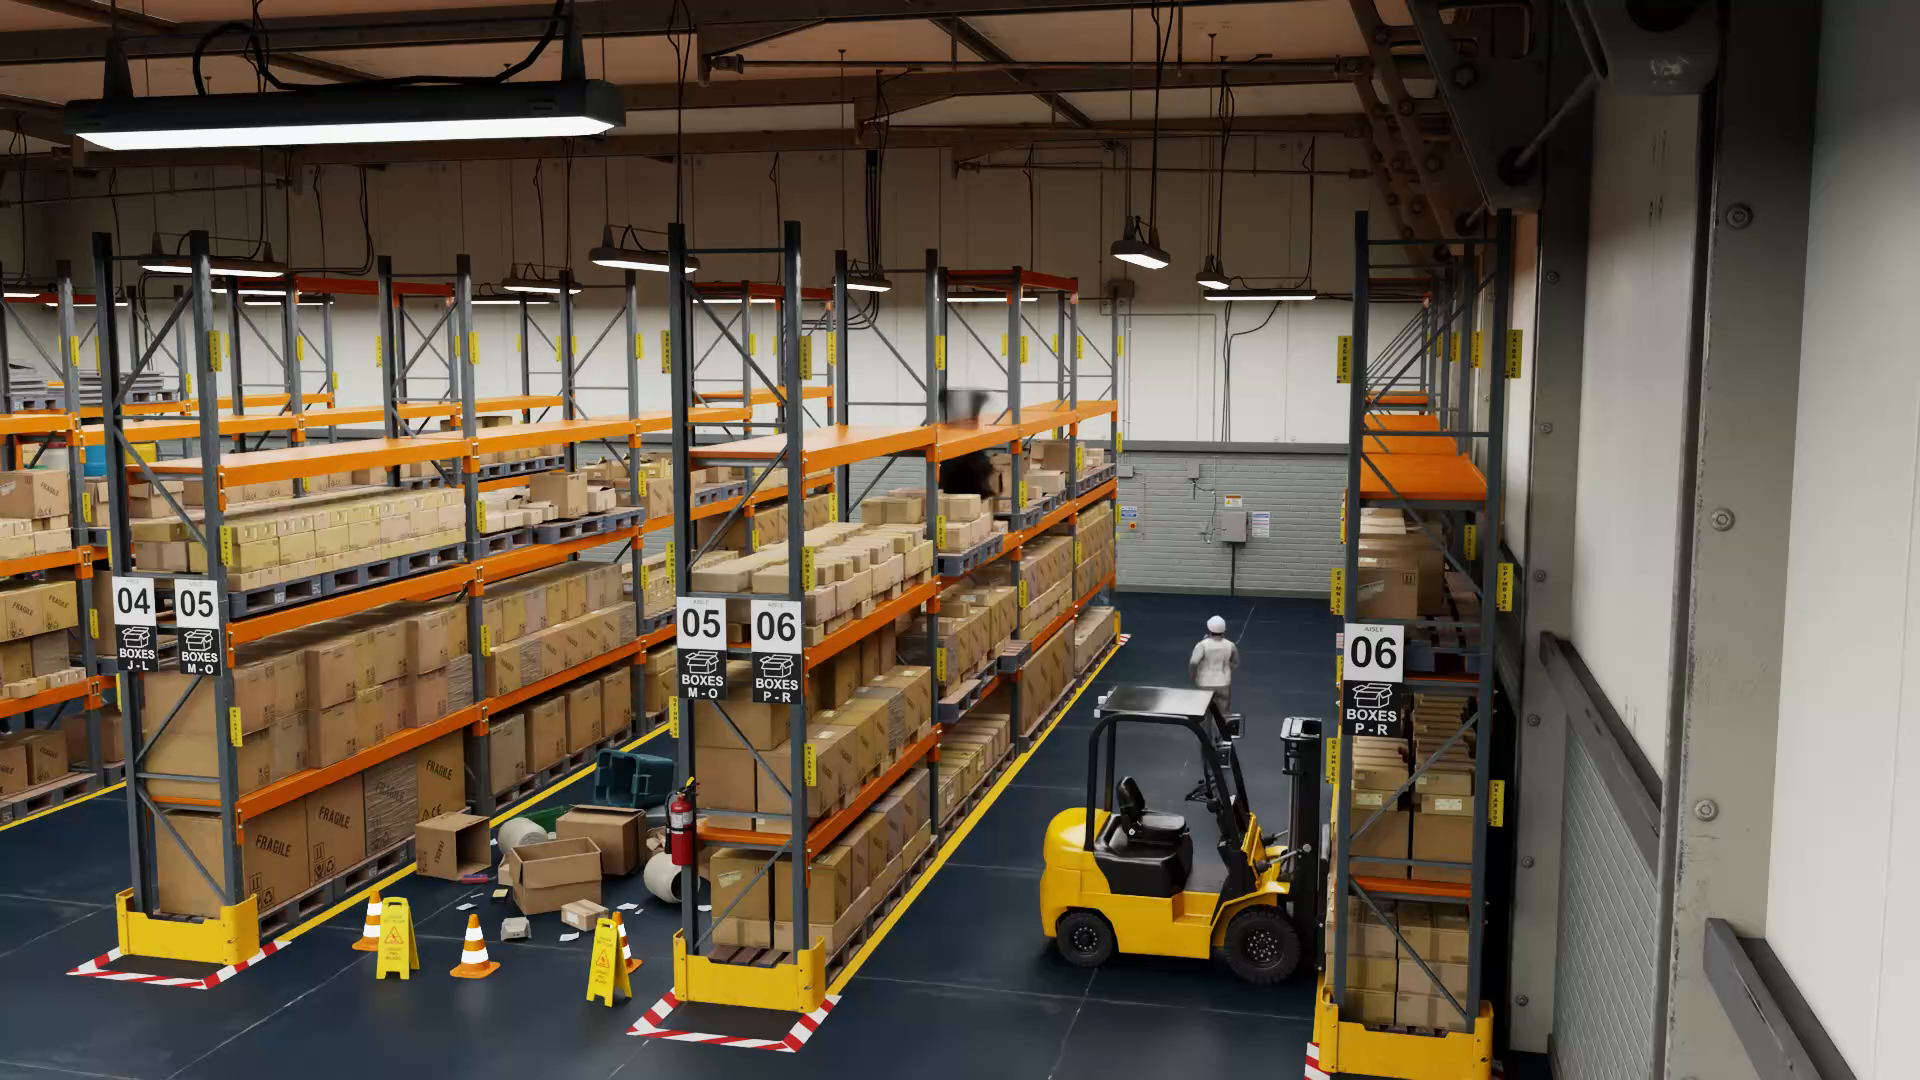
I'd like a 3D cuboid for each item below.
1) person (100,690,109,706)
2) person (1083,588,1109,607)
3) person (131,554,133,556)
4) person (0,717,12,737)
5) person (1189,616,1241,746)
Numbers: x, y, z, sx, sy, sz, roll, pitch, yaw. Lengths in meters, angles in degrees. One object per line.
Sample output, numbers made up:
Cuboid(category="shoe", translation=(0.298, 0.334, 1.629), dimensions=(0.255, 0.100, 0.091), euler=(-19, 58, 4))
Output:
Cuboid(category="person", translation=(-11.258, 1.672, 21.629), dimensions=(0.669, 1.747, 0.892), euler=(0, 7, 3))
Cuboid(category="person", translation=(2.412, 0.678, 29.544), dimensions=(0.841, 1.816, 0.699), euler=(1, 7, 5))
Cuboid(category="person", translation=(-14.675, 0.766, 28.945), dimensions=(0.652, 1.780, 0.850), euler=(2, 7, 18))
Cuboid(category="person", translation=(-12.341, 1.879, 21.061), dimensions=(0.554, 1.555, 0.778), euler=(-4, 8, -29))
Cuboid(category="person", translation=(3.144, 1.792, 20.547), dimensions=(0.655, 1.748, 0.905), euler=(0, 7, 3))
